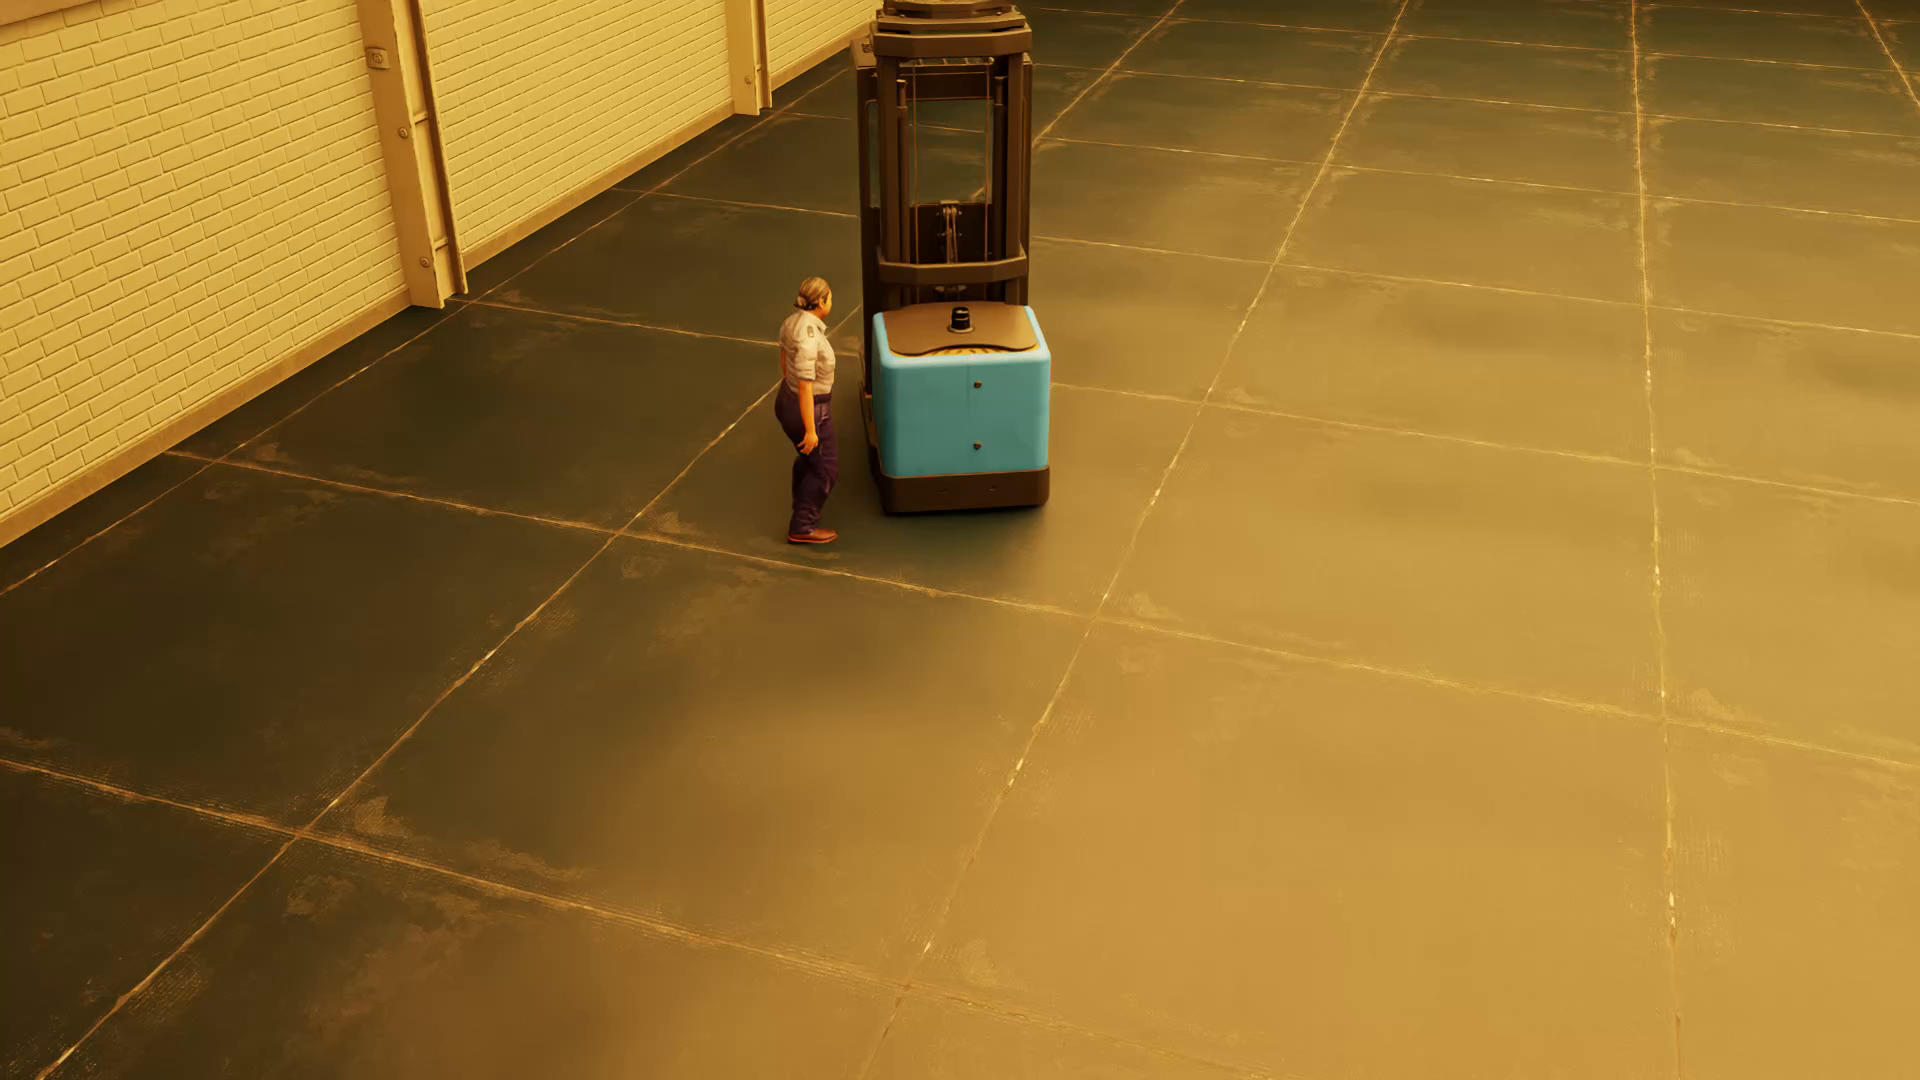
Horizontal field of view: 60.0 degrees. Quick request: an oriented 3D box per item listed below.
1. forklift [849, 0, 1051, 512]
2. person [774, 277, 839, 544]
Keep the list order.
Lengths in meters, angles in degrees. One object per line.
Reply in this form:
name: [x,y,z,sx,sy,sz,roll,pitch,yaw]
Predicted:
forklift: [-0.124,-2.150,10.908,1.130,2.935,3.031,-3,30,-6]
person: [-0.911,-0.785,9.848,0.374,1.624,0.805,-9,31,-16]
